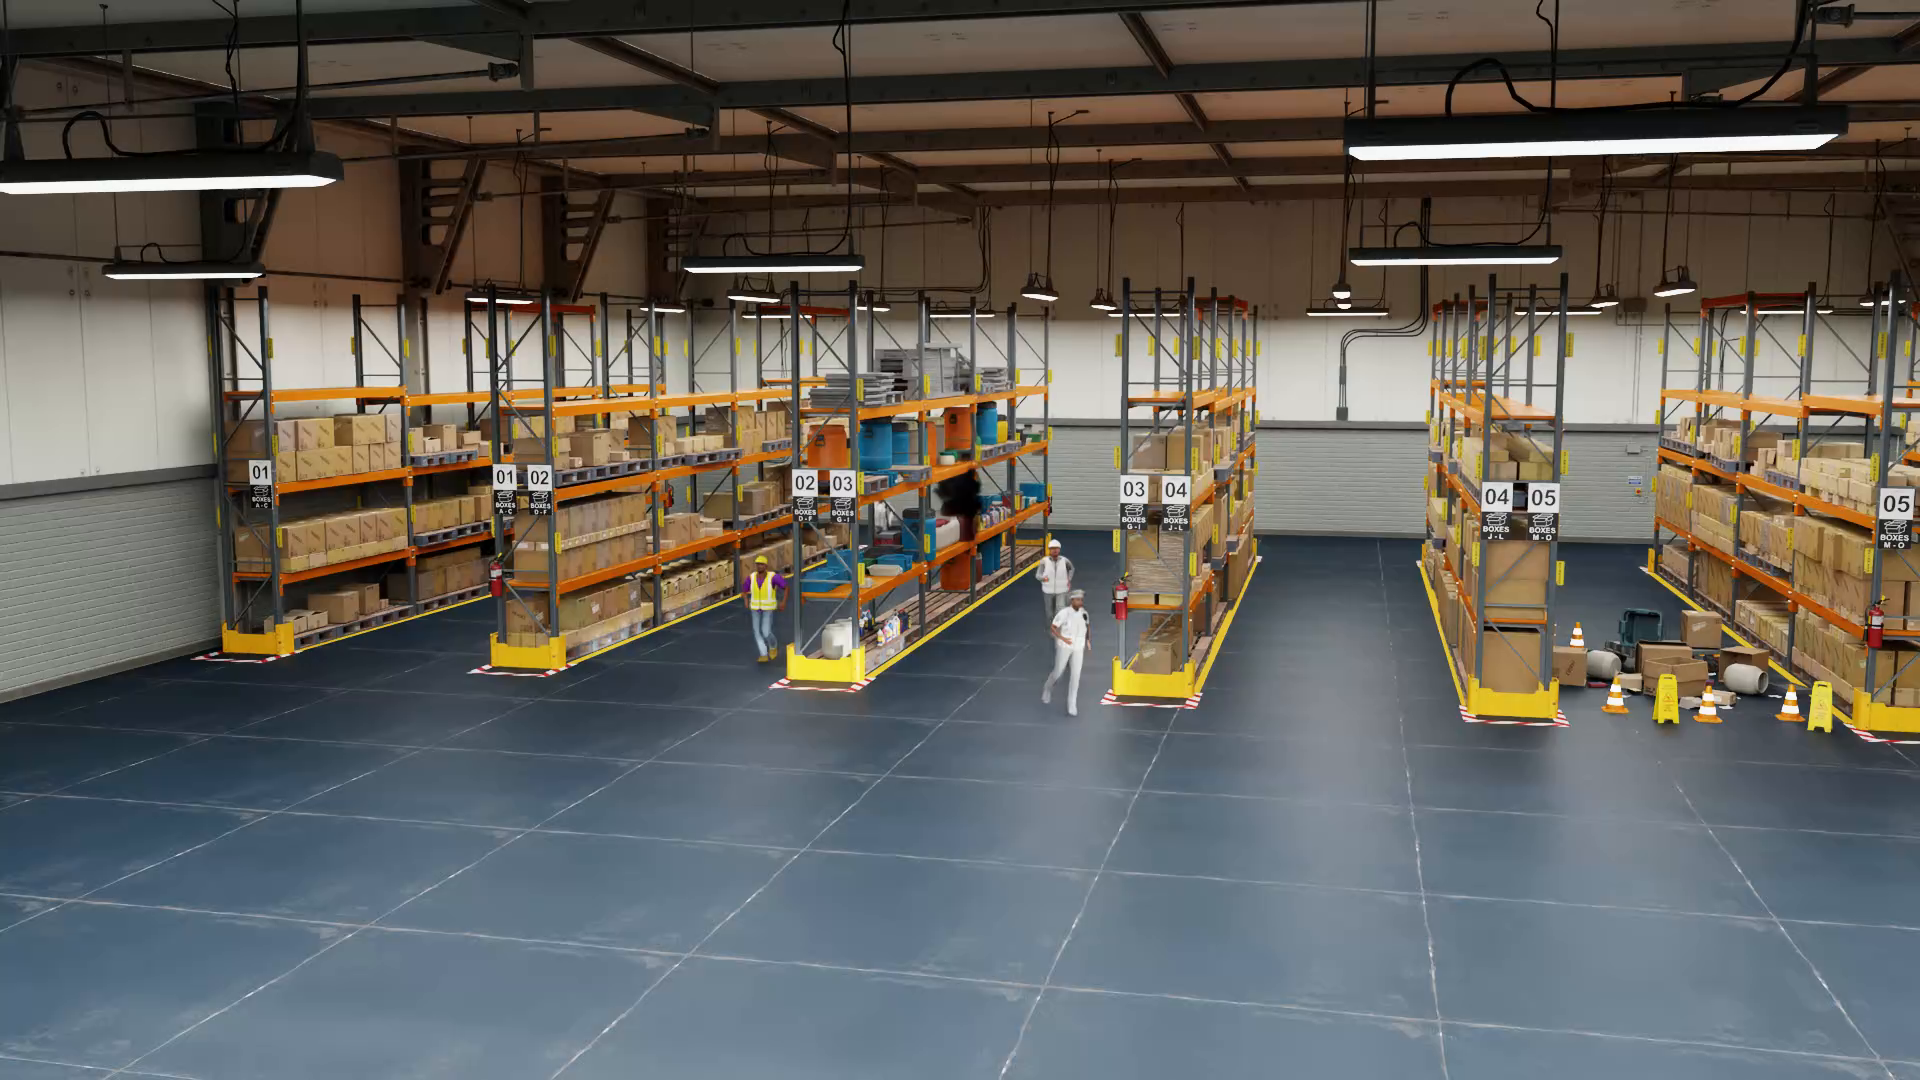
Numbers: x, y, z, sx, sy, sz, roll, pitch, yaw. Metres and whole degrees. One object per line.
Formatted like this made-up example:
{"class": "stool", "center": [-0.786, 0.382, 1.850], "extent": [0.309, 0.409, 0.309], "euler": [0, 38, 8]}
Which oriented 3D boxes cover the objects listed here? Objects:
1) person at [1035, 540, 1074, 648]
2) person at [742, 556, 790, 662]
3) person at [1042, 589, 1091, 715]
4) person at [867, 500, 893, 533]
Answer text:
{"class": "person", "center": [1.604, 0.885, 28.128], "extent": [0.658, 1.789, 0.955], "euler": [0, 7, 4]}
{"class": "person", "center": [-3.126, 1.108, 26.403], "extent": [0.746, 1.724, 0.593], "euler": [1, 7, 11]}
{"class": "person", "center": [1.554, 1.514, 23.128], "extent": [0.661, 1.674, 0.922], "euler": [-2, 7, -16]}
{"class": "person", "center": [-1.865, -0.308, 38.884], "extent": [0.612, 1.678, 0.942], "euler": [0, 7, 3]}
